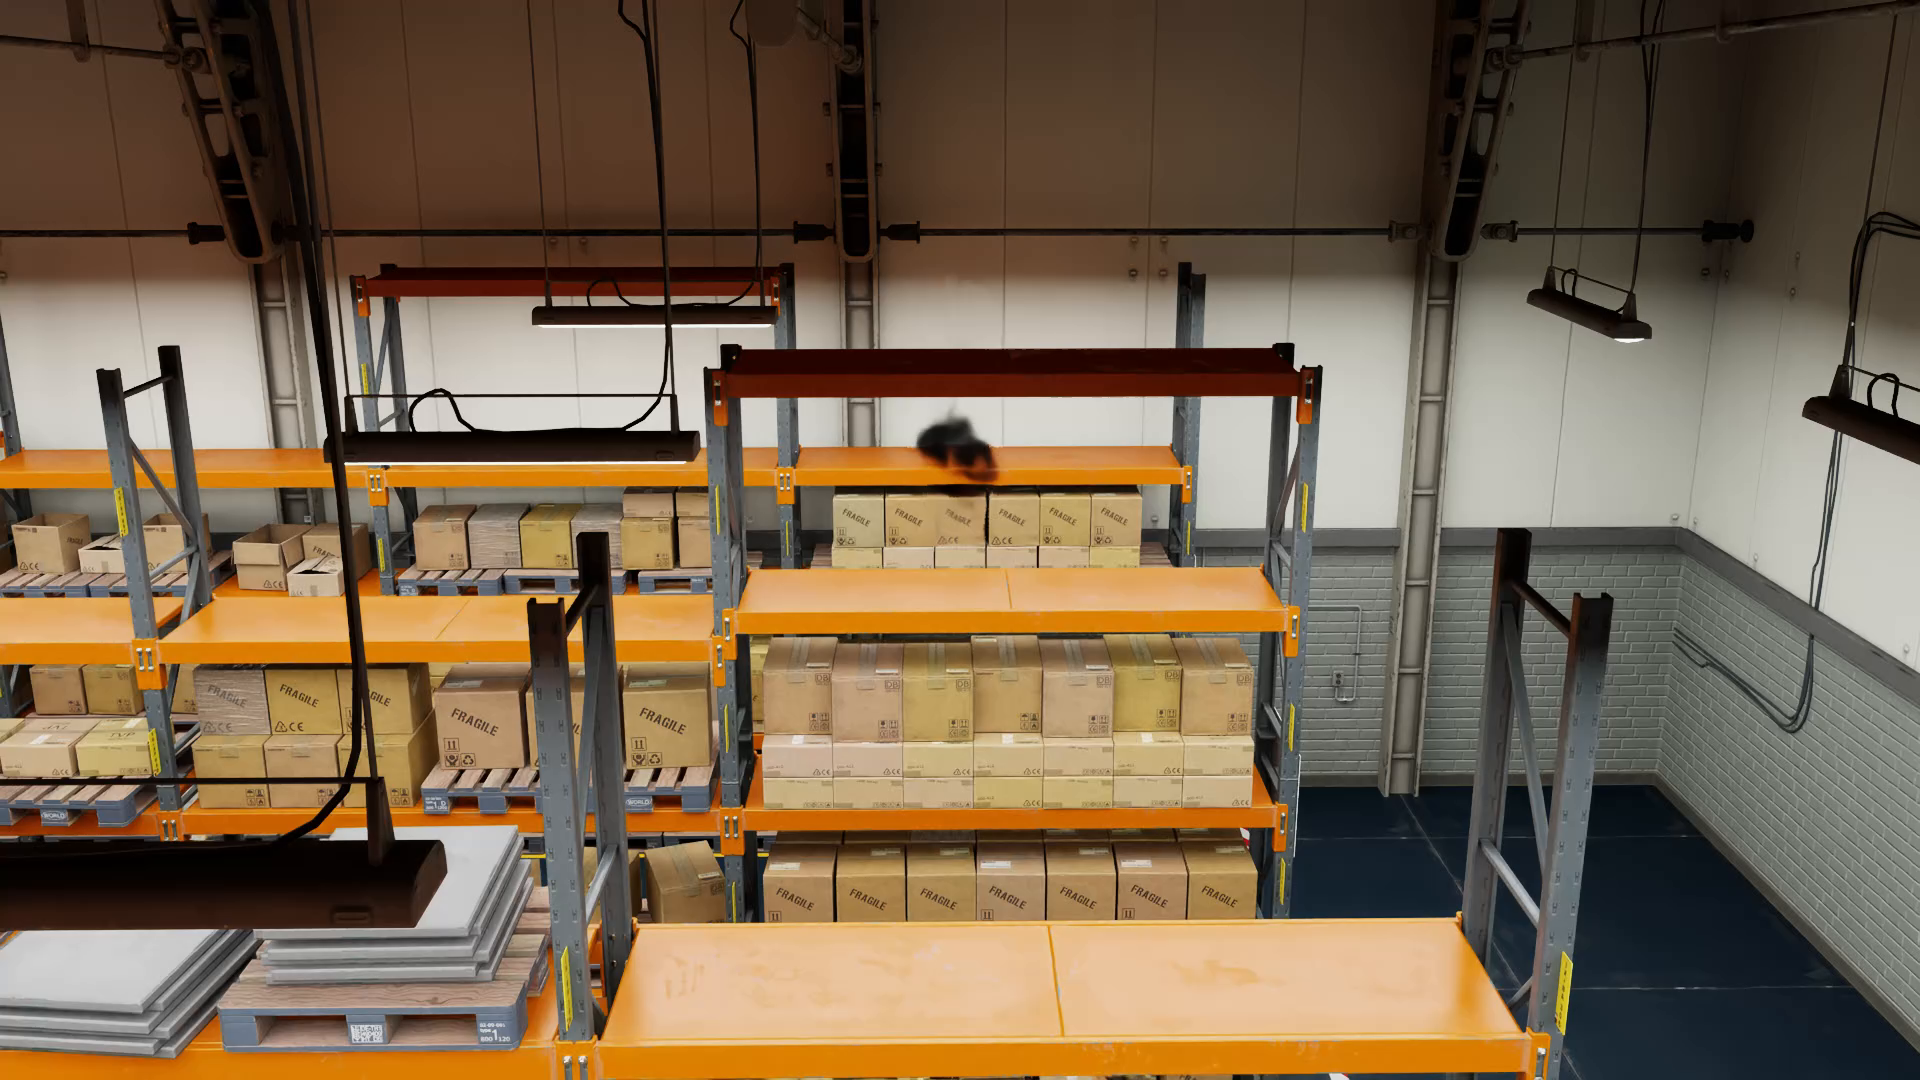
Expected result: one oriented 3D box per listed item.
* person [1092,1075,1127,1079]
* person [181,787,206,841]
[{"bbox_3d":[1.048,4.234,11.130,0.811,1.655,0.615,-2,16,-8],"label":"person"},{"bbox_3d":[-7.124,2.897,15.406,1.001,1.797,0.671,-1,16,-4],"label":"person"}]
